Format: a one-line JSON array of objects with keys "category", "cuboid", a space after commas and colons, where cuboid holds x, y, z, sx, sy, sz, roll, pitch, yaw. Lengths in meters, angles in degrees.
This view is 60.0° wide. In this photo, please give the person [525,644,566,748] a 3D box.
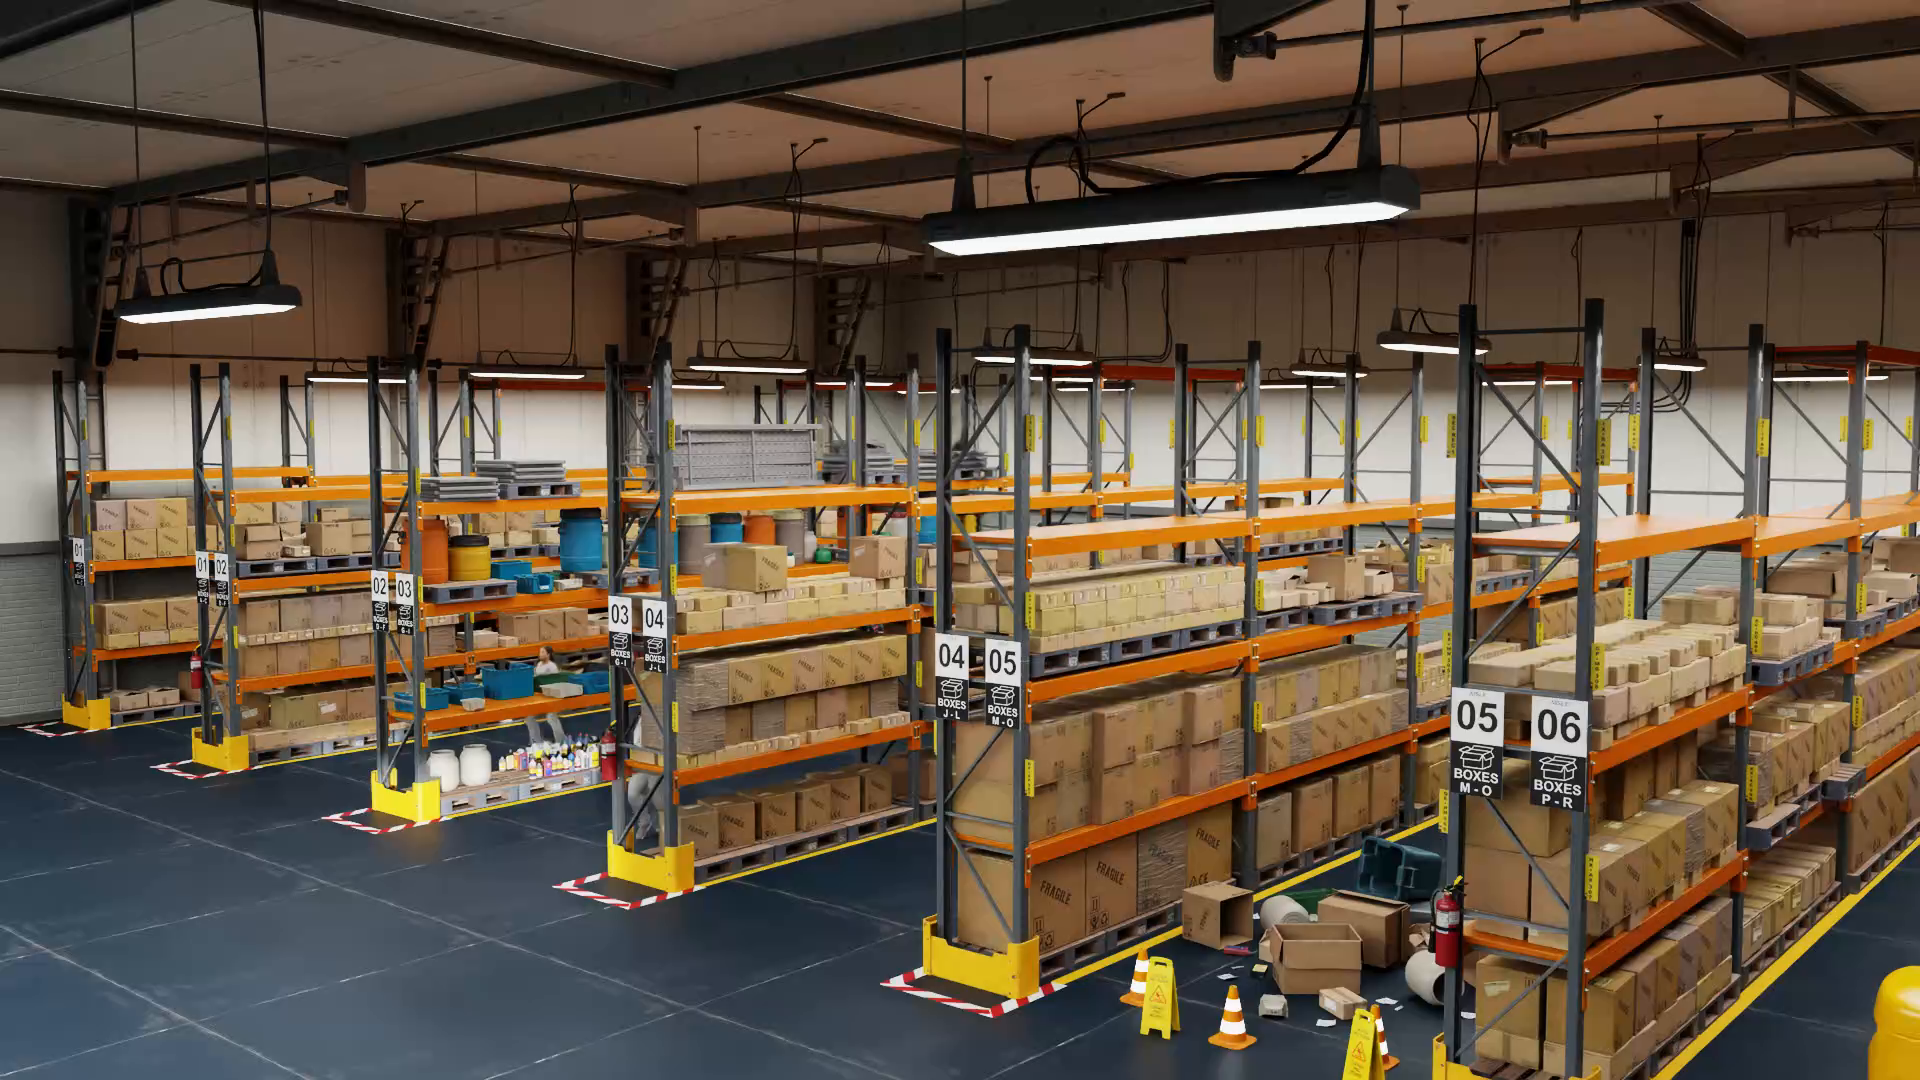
[{"category": "person", "cuboid": [-6.425, 2.473, 25.758, 0.531, 1.720, 0.738, 2, 5, 30]}]

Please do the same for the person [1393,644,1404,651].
[{"category": "person", "cuboid": [6.850, 2.468, 26.009, 0.832, 1.706, 0.582, -4, 6, -42]}]

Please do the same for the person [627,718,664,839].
[{"category": "person", "cuboid": [-3.834, 2.822, 20.585, 0.650, 1.858, 0.671, 3, 5, 37]}]
